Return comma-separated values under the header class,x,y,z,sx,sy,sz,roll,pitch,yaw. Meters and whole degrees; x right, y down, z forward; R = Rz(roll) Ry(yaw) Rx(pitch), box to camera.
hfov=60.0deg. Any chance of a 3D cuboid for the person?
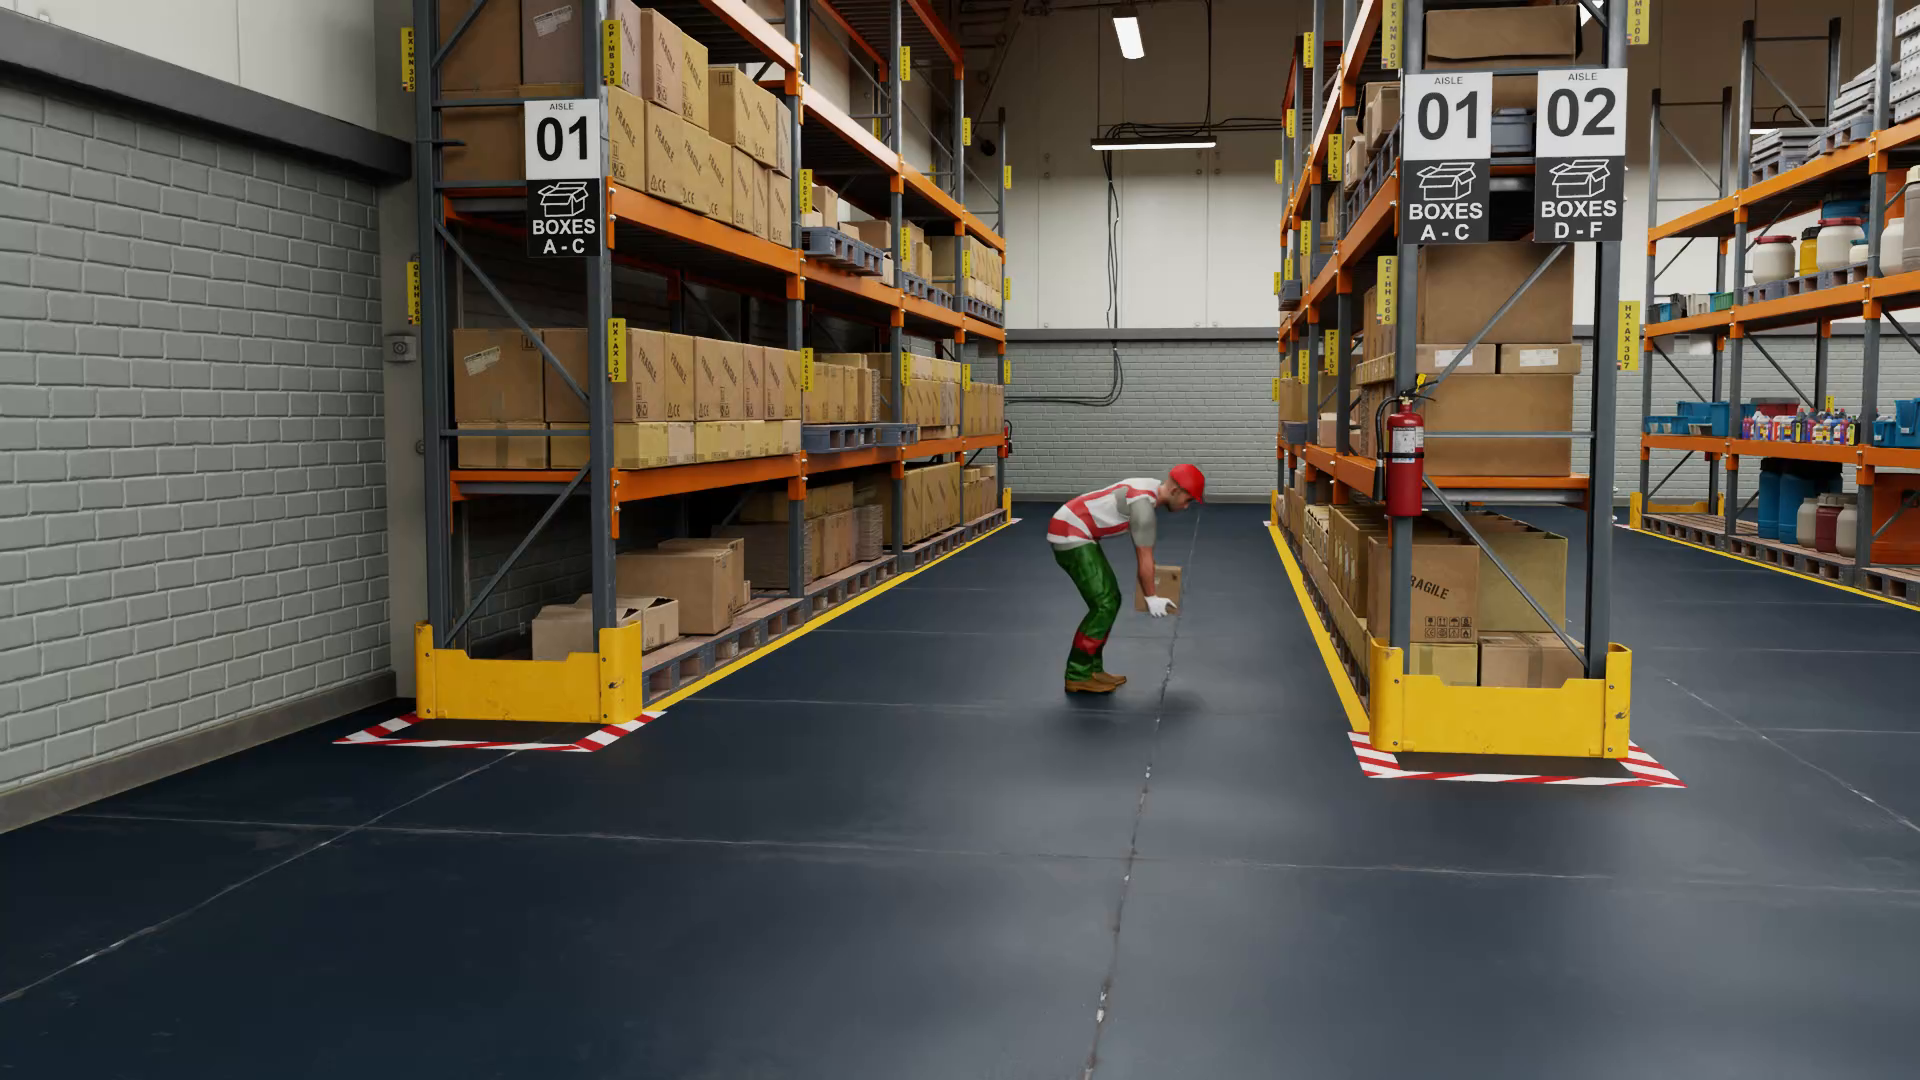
class,x,y,z,sx,sy,sz,roll,pitch,yaw
person,0.959,0.213,9.687,0.909,1.319,0.497,1,4,7
